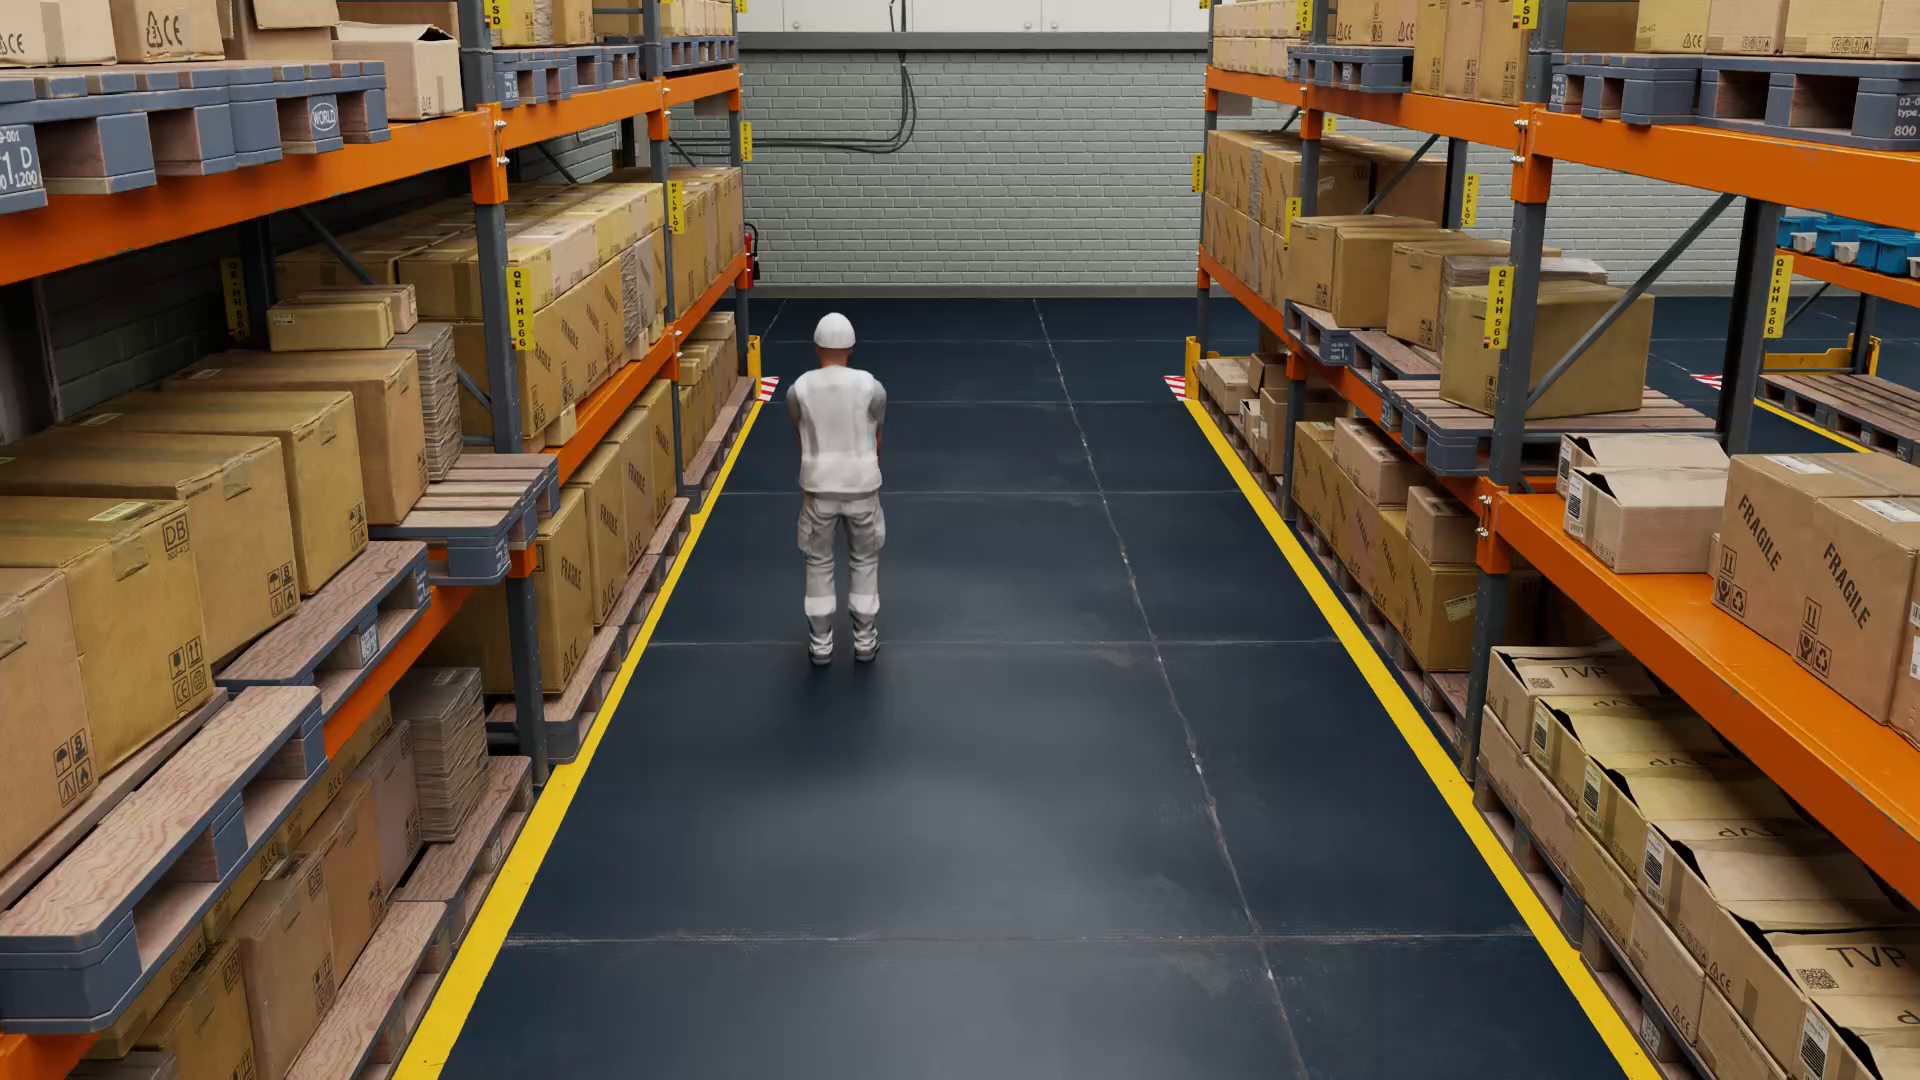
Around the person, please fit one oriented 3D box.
[{"bbox_3d":[-0.611,-0.271,8.396,0.495,1.784,0.560,-1,17,-2],"label":"person"}]
